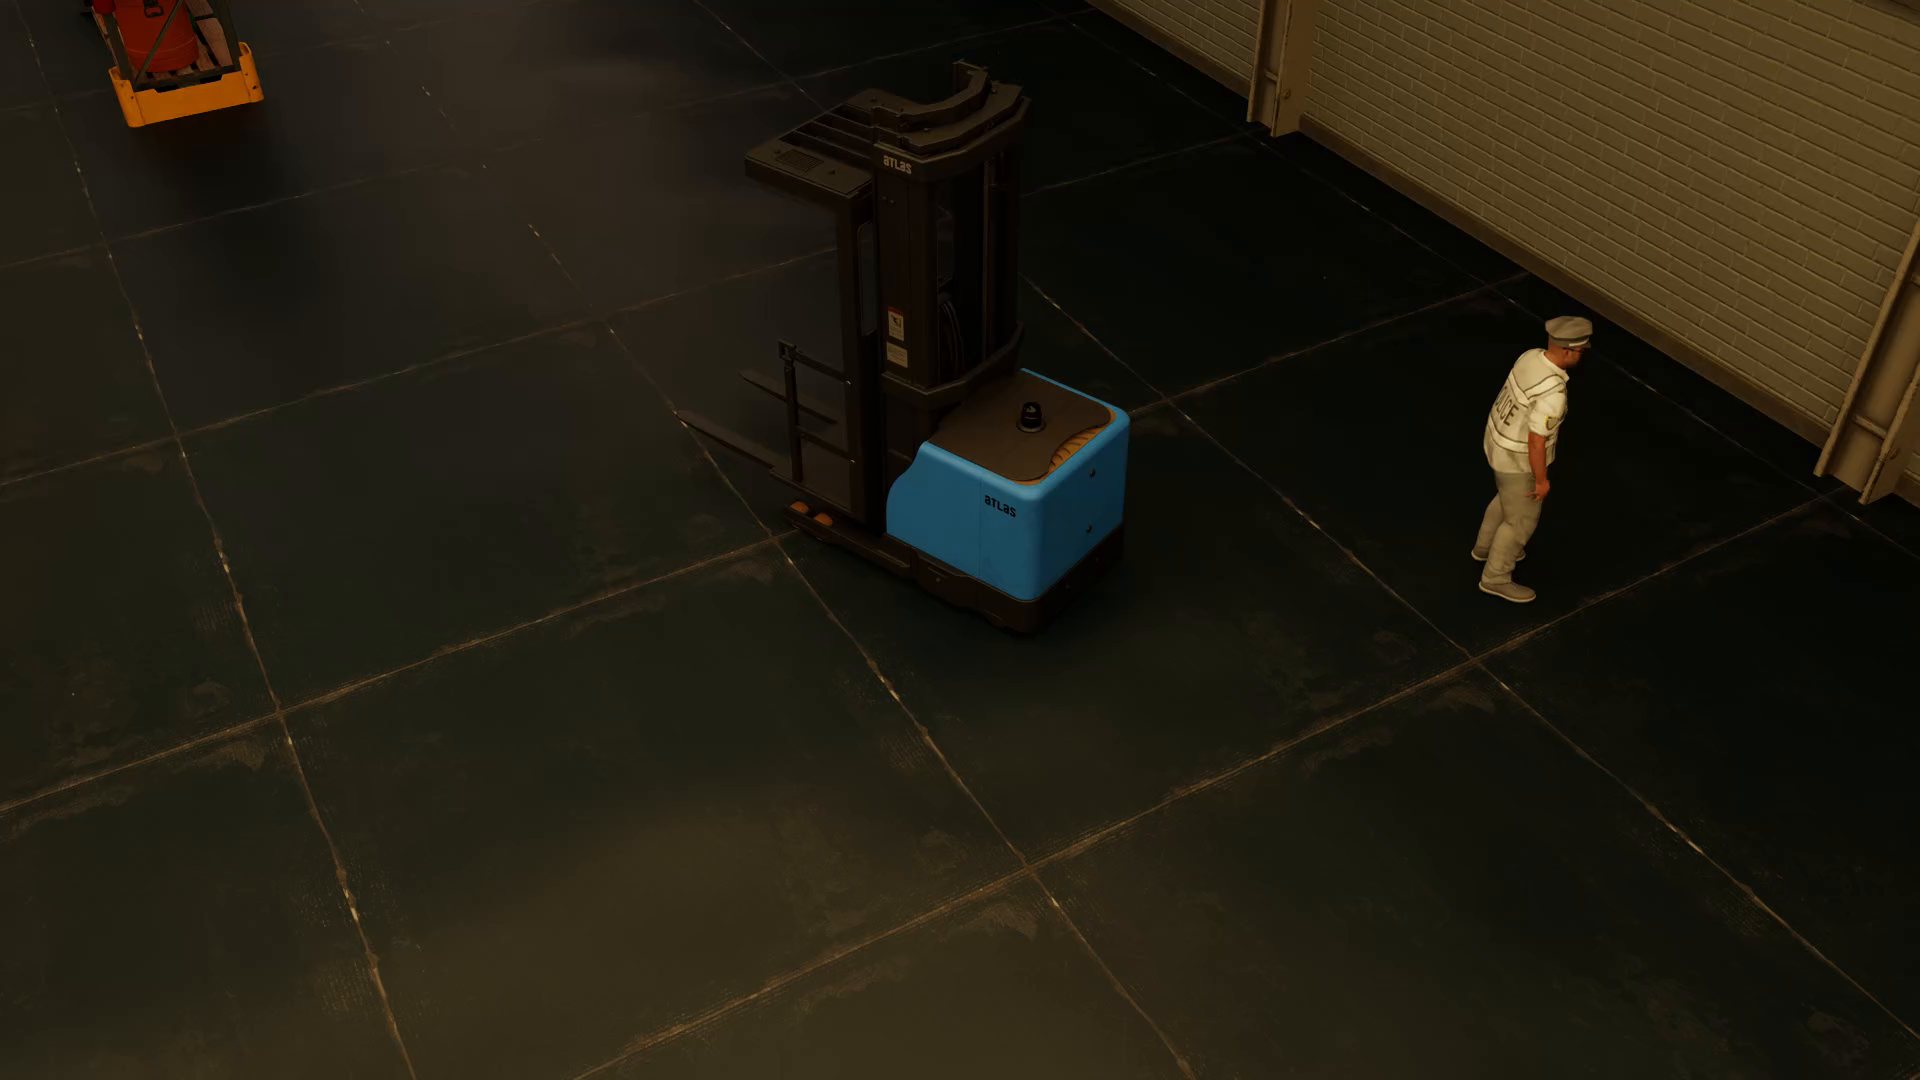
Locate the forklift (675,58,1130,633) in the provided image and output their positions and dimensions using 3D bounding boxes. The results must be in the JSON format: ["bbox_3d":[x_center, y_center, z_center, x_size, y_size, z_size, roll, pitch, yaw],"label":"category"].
[{"bbox_3d":[-0.481,-1.366,9.683,3.031,2.935,1.130,26,46,28],"label":"forklift"}]

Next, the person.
[{"bbox_3d":[3.236,-0.490,9.550,0.437,1.750,0.607,2,40,3],"label":"person"}]
